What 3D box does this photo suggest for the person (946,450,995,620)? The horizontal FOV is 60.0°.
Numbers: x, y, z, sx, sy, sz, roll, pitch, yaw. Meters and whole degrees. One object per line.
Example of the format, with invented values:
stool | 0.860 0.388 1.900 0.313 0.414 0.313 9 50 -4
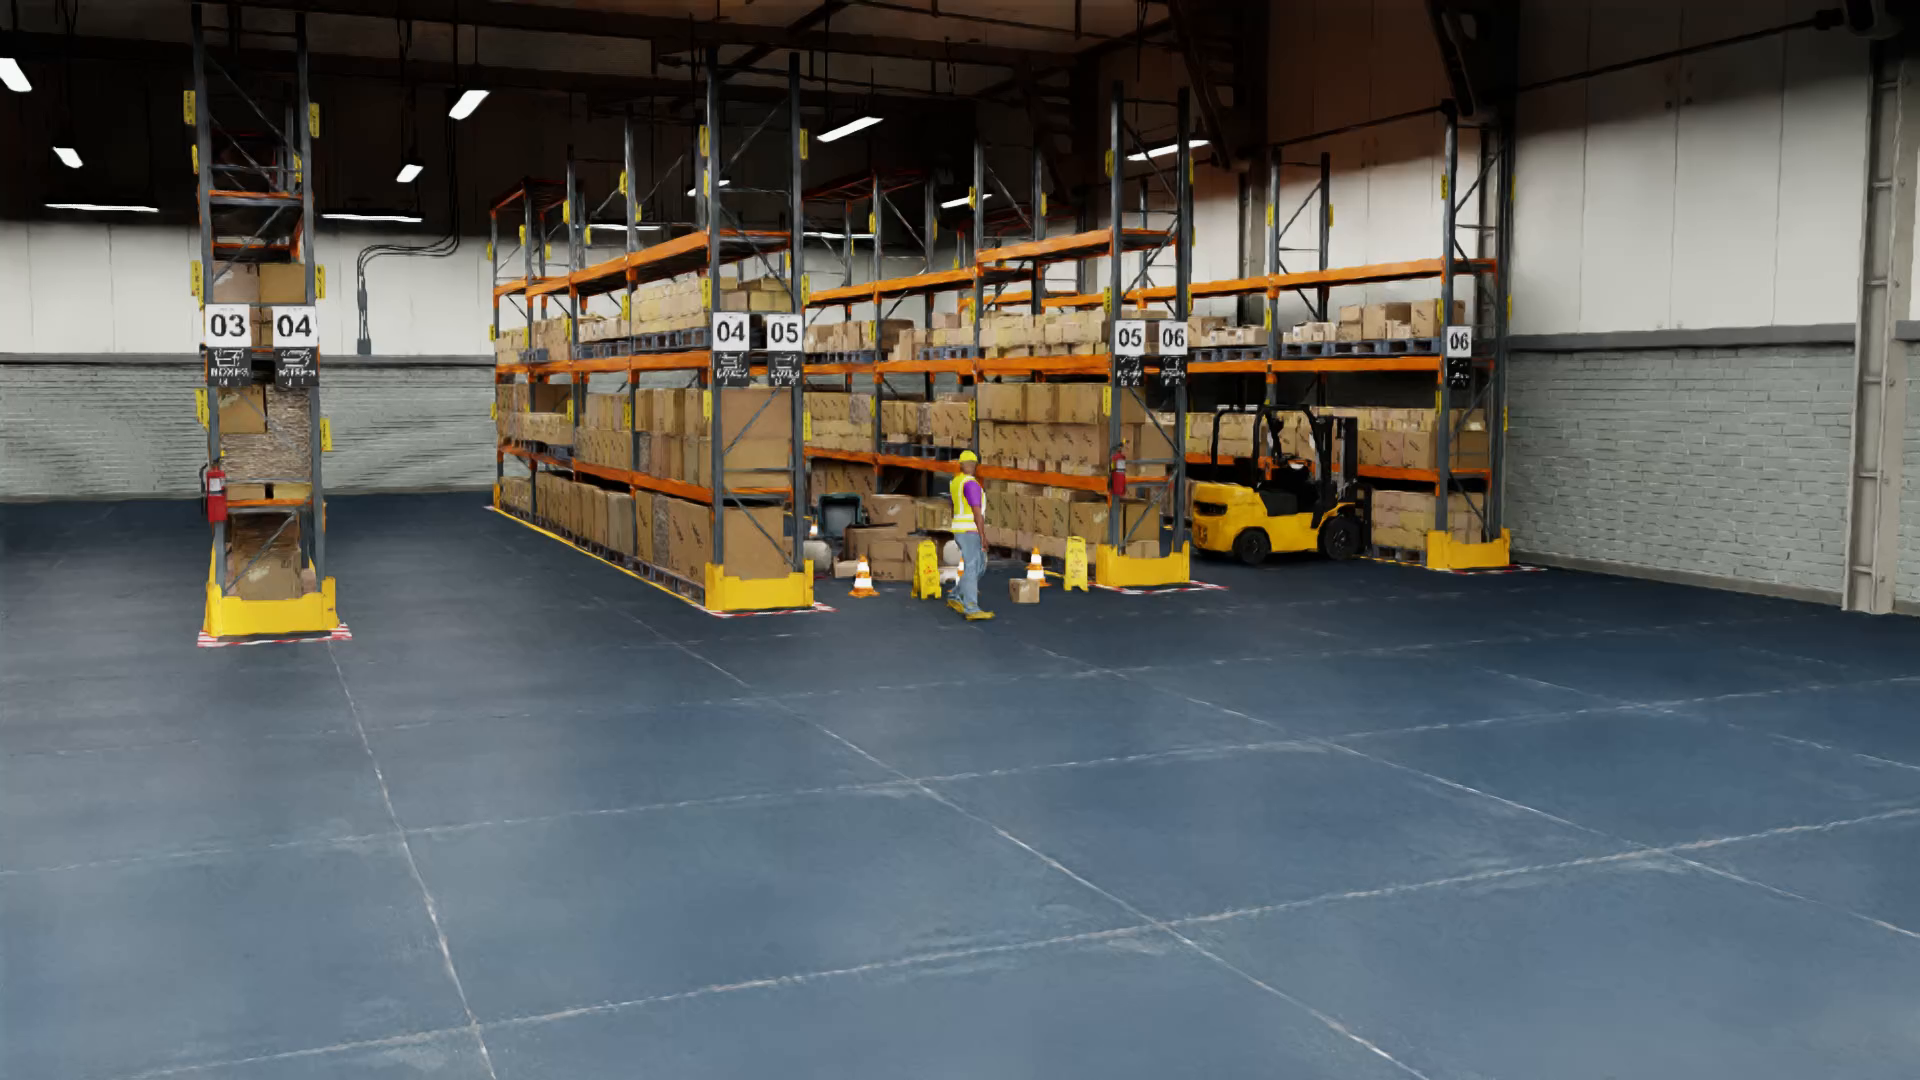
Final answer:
person | 0.107 -0.068 17.391 0.430 1.743 0.669 -1 5 -11
